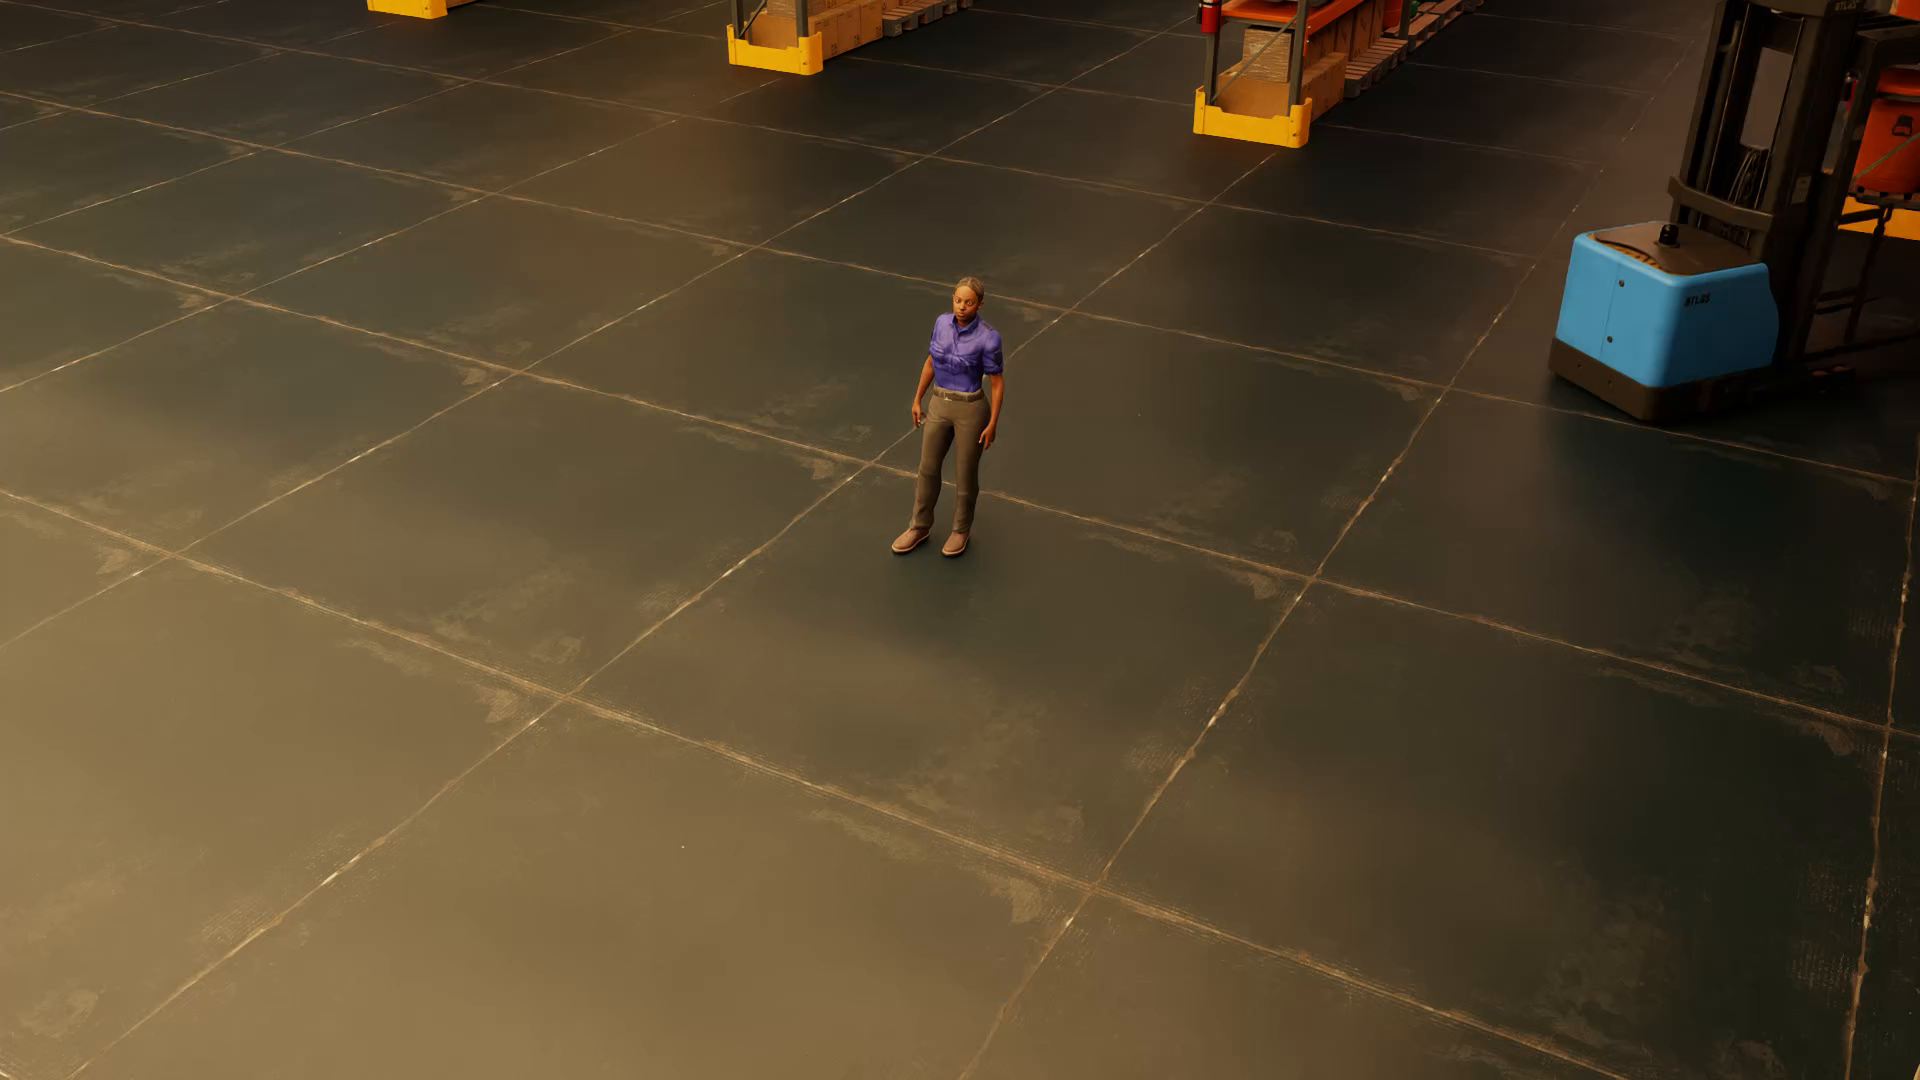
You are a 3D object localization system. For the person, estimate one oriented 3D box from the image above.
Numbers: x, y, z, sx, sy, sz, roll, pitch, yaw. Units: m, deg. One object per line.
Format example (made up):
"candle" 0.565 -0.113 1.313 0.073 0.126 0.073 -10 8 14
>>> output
"person" -0.060 -0.689 9.528 0.569 1.654 0.504 15 33 25

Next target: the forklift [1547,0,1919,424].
"forklift" 5.813 -2.533 11.460 3.031 2.935 1.130 -12 32 -20
